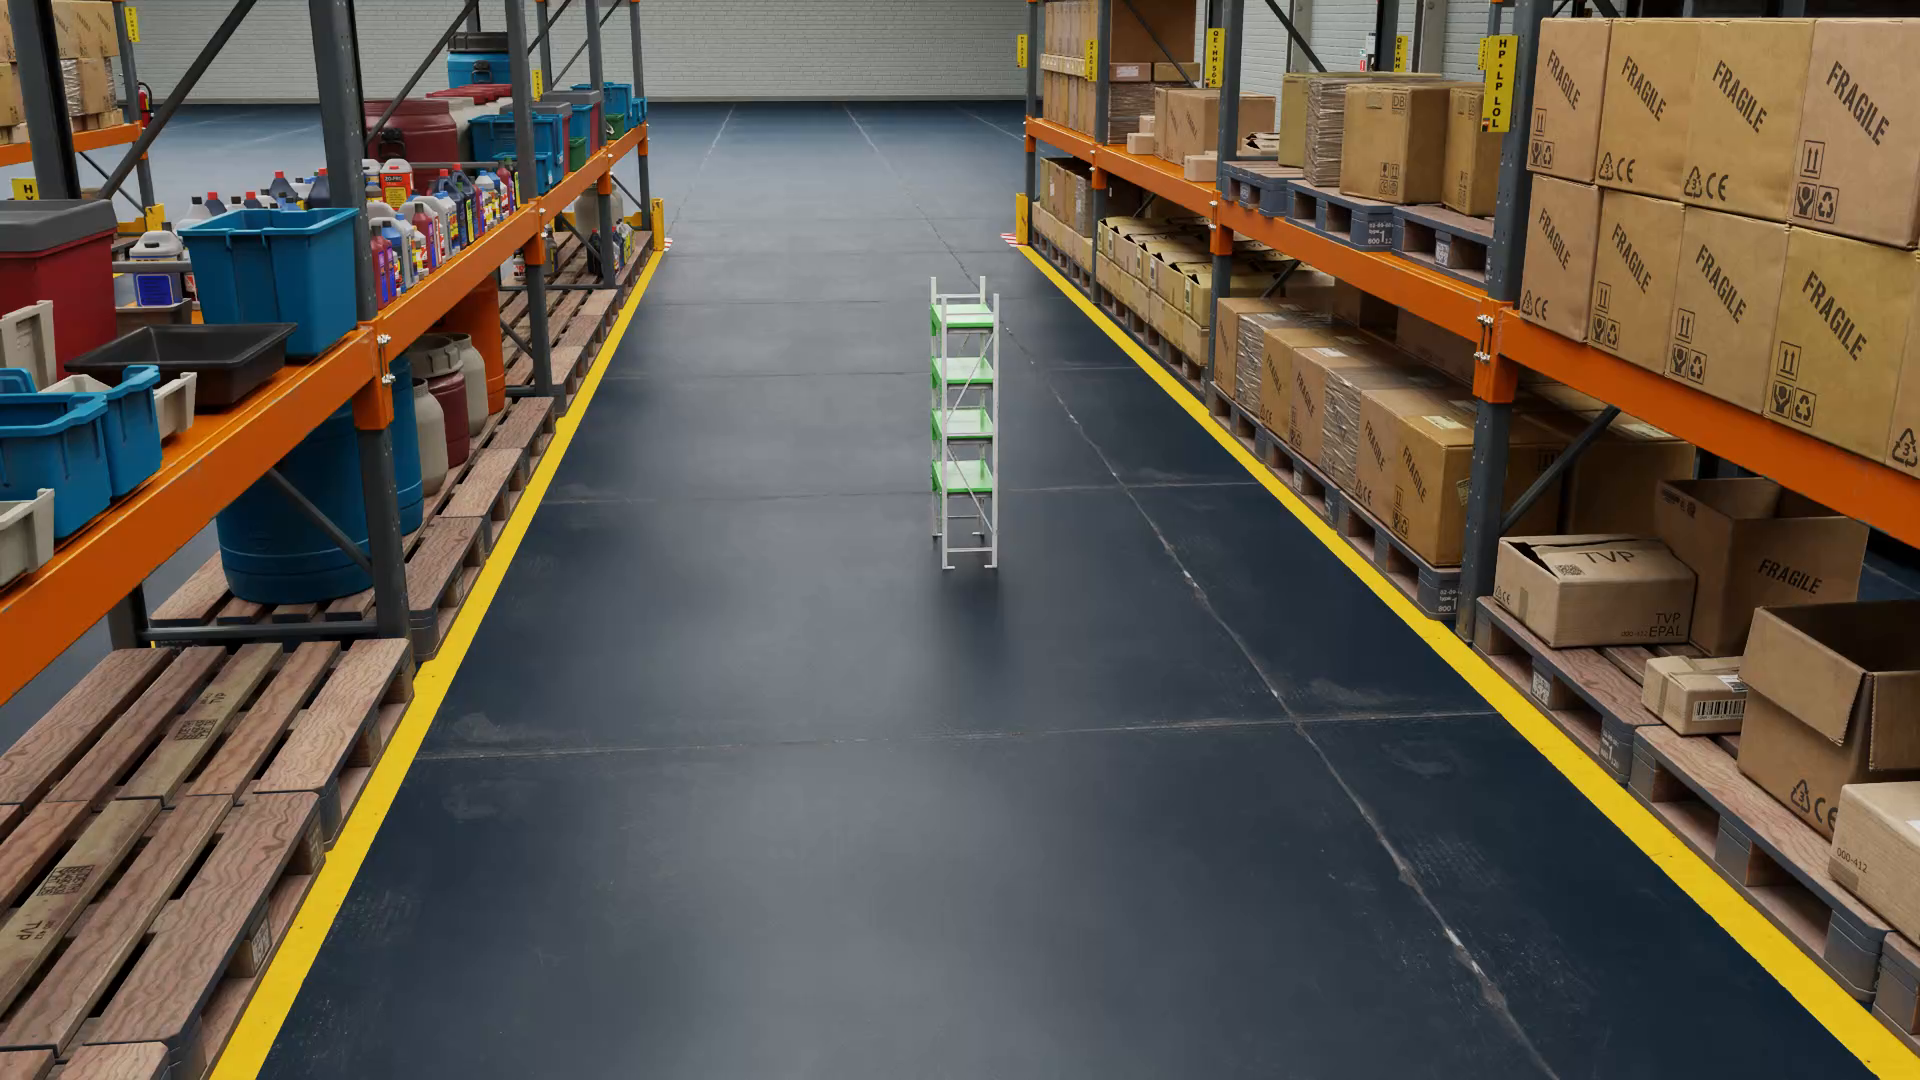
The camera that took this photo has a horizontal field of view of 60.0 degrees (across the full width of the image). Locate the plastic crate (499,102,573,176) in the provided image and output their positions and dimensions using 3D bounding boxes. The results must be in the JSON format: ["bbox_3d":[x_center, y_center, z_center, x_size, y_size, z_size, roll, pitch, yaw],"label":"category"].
[{"bbox_3d":[-2.765,-2.621,10.910,0.402,0.464,0.583,-2,18,-6],"label":"plastic crate"}]

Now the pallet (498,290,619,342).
[{"bbox_3d":[-3.196,-1.728,12.828,1.003,0.211,1.213,-2,18,-6],"label":"pallet"}]

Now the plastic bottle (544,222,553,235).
[{"bbox_3d":[-3.851,-2.841,15.539,0.097,0.271,0.097,0,17,0],"label":"plastic bottle"}]

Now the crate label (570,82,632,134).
[{"bbox_3d":[-3.269,-3.959,15.222,0.502,0.435,0.616,-2,18,-6],"label":"crate label"}]

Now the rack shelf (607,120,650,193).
[{"bbox_3d":[-3.522,-3.544,15.157,1.077,0.370,4.000,-2,18,-6],"label":"rack shelf"}]

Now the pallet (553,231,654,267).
[{"bbox_3d":[-3.595,-2.889,16.526,1.003,0.211,1.213,-2,18,-6],"label":"pallet"}]

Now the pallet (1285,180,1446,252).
[{"bbox_3d":[2.230,-1.580,8.023,1.003,0.211,1.213,-2,18,-6],"label":"pallet"}]

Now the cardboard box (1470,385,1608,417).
[{"bbox_3d":[2.563,-0.387,7.340,0.500,0.500,0.500,-2,17,-5],"label":"cardboard box"}]

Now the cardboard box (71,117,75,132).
[{"bbox_3d":[-8.275,-3.759,15.063,0.380,0.149,0.250,-2,18,-6],"label":"cardboard box"}]

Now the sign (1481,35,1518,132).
[{"bbox_3d":[1.885,-1.593,5.812,0.100,0.325,0.005,-2,18,-6],"label":"sign"}]

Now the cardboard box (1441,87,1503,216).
[{"bbox_3d":[2.477,-1.658,7.083,0.700,0.500,0.500,1,17,3],"label":"cardboard box"}]

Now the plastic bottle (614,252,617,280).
[{"bbox_3d":[-2.912,-2.308,13.840,0.097,0.271,0.097,0,17,0],"label":"plastic bottle"}]

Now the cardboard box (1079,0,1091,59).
[{"bbox_3d":[1.455,-4.541,14.801,0.700,0.500,0.500,-2,18,-6],"label":"cardboard box"}]

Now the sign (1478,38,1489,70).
[{"bbox_3d":[5.586,-5.185,17.739,0.100,0.325,0.005,-2,18,-6],"label":"sign"}]

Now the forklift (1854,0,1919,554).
[{"bbox_3d":[4.618,-1.480,7.499,1.130,2.935,3.031,-2,18,-6],"label":"forklift"}]

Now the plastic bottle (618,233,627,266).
[{"bbox_3d":[-2.981,-2.565,14.639,0.061,0.283,0.133,-1,17,-3],"label":"plastic bottle"}]

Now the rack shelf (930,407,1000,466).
[{"bbox_3d":[0.017,-0.462,7.359,0.258,0.148,0.480,-2,18,-6],"label":"rack shelf"}]

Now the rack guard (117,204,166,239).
[{"bbox_3d":[-8.647,-3.114,16.762,1.175,0.500,0.348,-2,18,-6],"label":"rack guard"}]

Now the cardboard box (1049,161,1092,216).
[{"bbox_3d":[1.151,-3.417,16.190,0.500,0.500,0.500,-2,18,-6],"label":"cardboard box"}]

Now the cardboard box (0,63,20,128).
[{"bbox_3d":[-8.244,-3.614,13.516,0.875,0.500,0.500,-2,18,-6],"label":"cardboard box"}]

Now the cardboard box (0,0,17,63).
[{"bbox_3d":[-8.140,-4.244,13.856,0.500,0.500,0.500,-2,18,-6],"label":"cardboard box"}]

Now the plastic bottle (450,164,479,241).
[{"bbox_3d":[-2.344,-1.579,7.781,0.144,0.351,0.185,-2,18,-6],"label":"plastic bottle"}]

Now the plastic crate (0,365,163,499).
[{"bbox_3d":[-1.943,-0.230,3.581,0.416,0.233,0.300,-2,18,-6],"label":"plastic crate"}]

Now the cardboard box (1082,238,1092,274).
[{"bbox_3d":[1.347,-2.463,14.403,0.500,0.250,0.500,-2,18,-6],"label":"cardboard box"}]

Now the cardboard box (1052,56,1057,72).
[{"bbox_3d":[1.104,-4.640,16.199,0.380,0.149,0.250,-2,18,-6],"label":"cardboard box"}]

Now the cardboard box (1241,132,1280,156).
[{"bbox_3d":[2.125,-2.481,10.721,0.500,0.311,0.500,-2,18,-6],"label":"cardboard box"}]

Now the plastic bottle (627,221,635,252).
[{"bbox_3d":[-3.072,-2.829,15.480,0.061,0.283,0.133,-1,17,-4],"label":"plastic bottle"}]

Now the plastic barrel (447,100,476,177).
[{"bbox_3d":[-3.221,-2.452,10.294,0.421,0.512,0.421,0,17,0],"label":"plastic barrel"}]

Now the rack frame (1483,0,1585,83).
[{"bbox_3d":[6.126,-4.789,17.922,1.000,3.000,0.127,-2,18,-6],"label":"rack frame"}]

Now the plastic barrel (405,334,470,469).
[{"bbox_3d":[-2.719,-0.667,8.119,0.600,0.588,0.708,-2,18,-6],"label":"plastic barrel"}]

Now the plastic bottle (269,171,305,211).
[{"bbox_3d":[-3.024,-1.476,7.452,0.144,0.351,0.185,-2,18,-6],"label":"plastic bottle"}]

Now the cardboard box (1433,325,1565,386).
[{"bbox_3d":[2.526,-0.884,7.672,0.500,0.250,0.500,-2,18,-6],"label":"cardboard box"}]

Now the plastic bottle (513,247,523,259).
[{"bbox_3d":[-3.693,-2.338,13.917,0.061,0.283,0.133,-1,17,-3],"label":"plastic bottle"}]

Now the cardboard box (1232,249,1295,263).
[{"bbox_3d":[2.150,-1.880,11.612,0.500,0.311,0.500,-2,18,-7],"label":"cardboard box"}]

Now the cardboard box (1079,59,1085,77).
[{"bbox_3d":[1.268,-4.178,14.726,0.380,0.149,0.250,-2,18,-6],"label":"cardboard box"}]

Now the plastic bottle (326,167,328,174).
[{"bbox_3d":[-3.164,-1.725,8.360,0.061,0.283,0.133,-2,18,-6],"label":"plastic bottle"}]

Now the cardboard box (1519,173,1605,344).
[{"bbox_3d":[2.219,-0.947,5.518,0.500,0.500,0.500,-1,17,-4],"label":"cardboard box"}]

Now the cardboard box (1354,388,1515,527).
[{"bbox_3d":[2.058,-0.362,7.262,0.500,0.500,0.500,-2,18,-5],"label":"cardboard box"}]

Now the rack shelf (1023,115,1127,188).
[{"bbox_3d":[1.406,-3.695,15.641,1.077,0.370,4.000,-2,18,-6],"label":"rack shelf"}]

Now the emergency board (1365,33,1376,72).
[{"bbox_3d":[6.223,-7.132,25.386,0.194,1.169,0.643,-2,18,-6],"label":"emergency board"}]

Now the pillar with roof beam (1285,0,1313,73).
[{"bbox_3d":[1.539,-10.911,27.409,9.100,9.000,0.400,-2,18,-6],"label":"pillar with roof beam"}]

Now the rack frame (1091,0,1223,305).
[{"bbox_3d":[1.612,-3.443,13.635,1.000,3.000,0.127,-2,18,-6],"label":"rack frame"}]

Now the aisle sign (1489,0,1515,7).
[{"bbox_3d":[5.820,-6.041,17.572,0.394,0.787,0.004,-2,18,-6],"label":"aisle sign"}]

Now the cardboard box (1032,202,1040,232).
[{"bbox_3d":[1.033,-3.356,17.250,0.500,0.250,0.500,-2,18,-6],"label":"cardboard box"}]

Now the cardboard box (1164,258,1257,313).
[{"bbox_3d":[1.665,-1.710,11.070,0.500,0.311,0.500,-2,18,-6],"label":"cardboard box"}]

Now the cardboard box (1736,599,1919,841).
[{"bbox_3d":[2.636,0.481,4.569,0.797,0.503,0.637,-2,18,-6],"label":"cardboard box"}]

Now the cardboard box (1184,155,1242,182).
[{"bbox_3d":[1.657,-2.391,10.703,0.380,0.149,0.250,-2,18,-6],"label":"cardboard box"}]

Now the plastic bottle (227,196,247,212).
[{"bbox_3d":[-2.767,-1.152,6.421,0.144,0.351,0.185,-2,18,-6],"label":"plastic bottle"}]

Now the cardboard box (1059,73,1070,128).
[{"bbox_3d":[1.339,-4.238,16.002,0.700,0.500,0.500,-2,18,-5],"label":"cardboard box"}]

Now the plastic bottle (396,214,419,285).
[{"bbox_3d":[-2.182,-1.140,6.516,0.097,0.271,0.097,0,17,0],"label":"plastic bottle"}]

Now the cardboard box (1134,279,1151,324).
[{"bbox_3d":[1.566,-1.745,12.118,0.500,0.250,0.500,-1,17,-5],"label":"cardboard box"}]

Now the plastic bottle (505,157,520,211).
[{"bbox_3d":[-2.437,-1.936,9.031,0.061,0.283,0.133,-2,18,-6],"label":"plastic bottle"}]

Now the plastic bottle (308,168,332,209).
[{"bbox_3d":[-2.887,-1.521,7.595,0.144,0.351,0.185,-2,18,-6],"label":"plastic bottle"}]

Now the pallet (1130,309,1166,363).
[{"bbox_3d":[1.856,-1.530,12.197,1.003,0.211,1.213,-2,18,-6],"label":"pallet"}]

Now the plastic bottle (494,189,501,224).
[{"bbox_3d":[-2.389,-1.706,8.436,0.097,0.201,0.097,0,17,0],"label":"plastic bottle"}]

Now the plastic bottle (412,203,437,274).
[{"bbox_3d":[-2.195,-1.239,6.810,0.061,0.283,0.133,-2,18,-6],"label":"plastic bottle"}]

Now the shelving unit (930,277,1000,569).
[{"bbox_3d":[0.017,-0.523,7.340,0.258,1.200,0.503,-2,18,-6],"label":"shelving unit"}]

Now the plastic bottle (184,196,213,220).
[{"bbox_3d":[-2.911,-1.148,6.407,0.144,0.351,0.185,-2,18,-6],"label":"plastic bottle"}]

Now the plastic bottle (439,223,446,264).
[{"bbox_3d":[-2.239,-1.274,7.057,0.097,0.201,0.097,0,17,0],"label":"plastic bottle"}]
